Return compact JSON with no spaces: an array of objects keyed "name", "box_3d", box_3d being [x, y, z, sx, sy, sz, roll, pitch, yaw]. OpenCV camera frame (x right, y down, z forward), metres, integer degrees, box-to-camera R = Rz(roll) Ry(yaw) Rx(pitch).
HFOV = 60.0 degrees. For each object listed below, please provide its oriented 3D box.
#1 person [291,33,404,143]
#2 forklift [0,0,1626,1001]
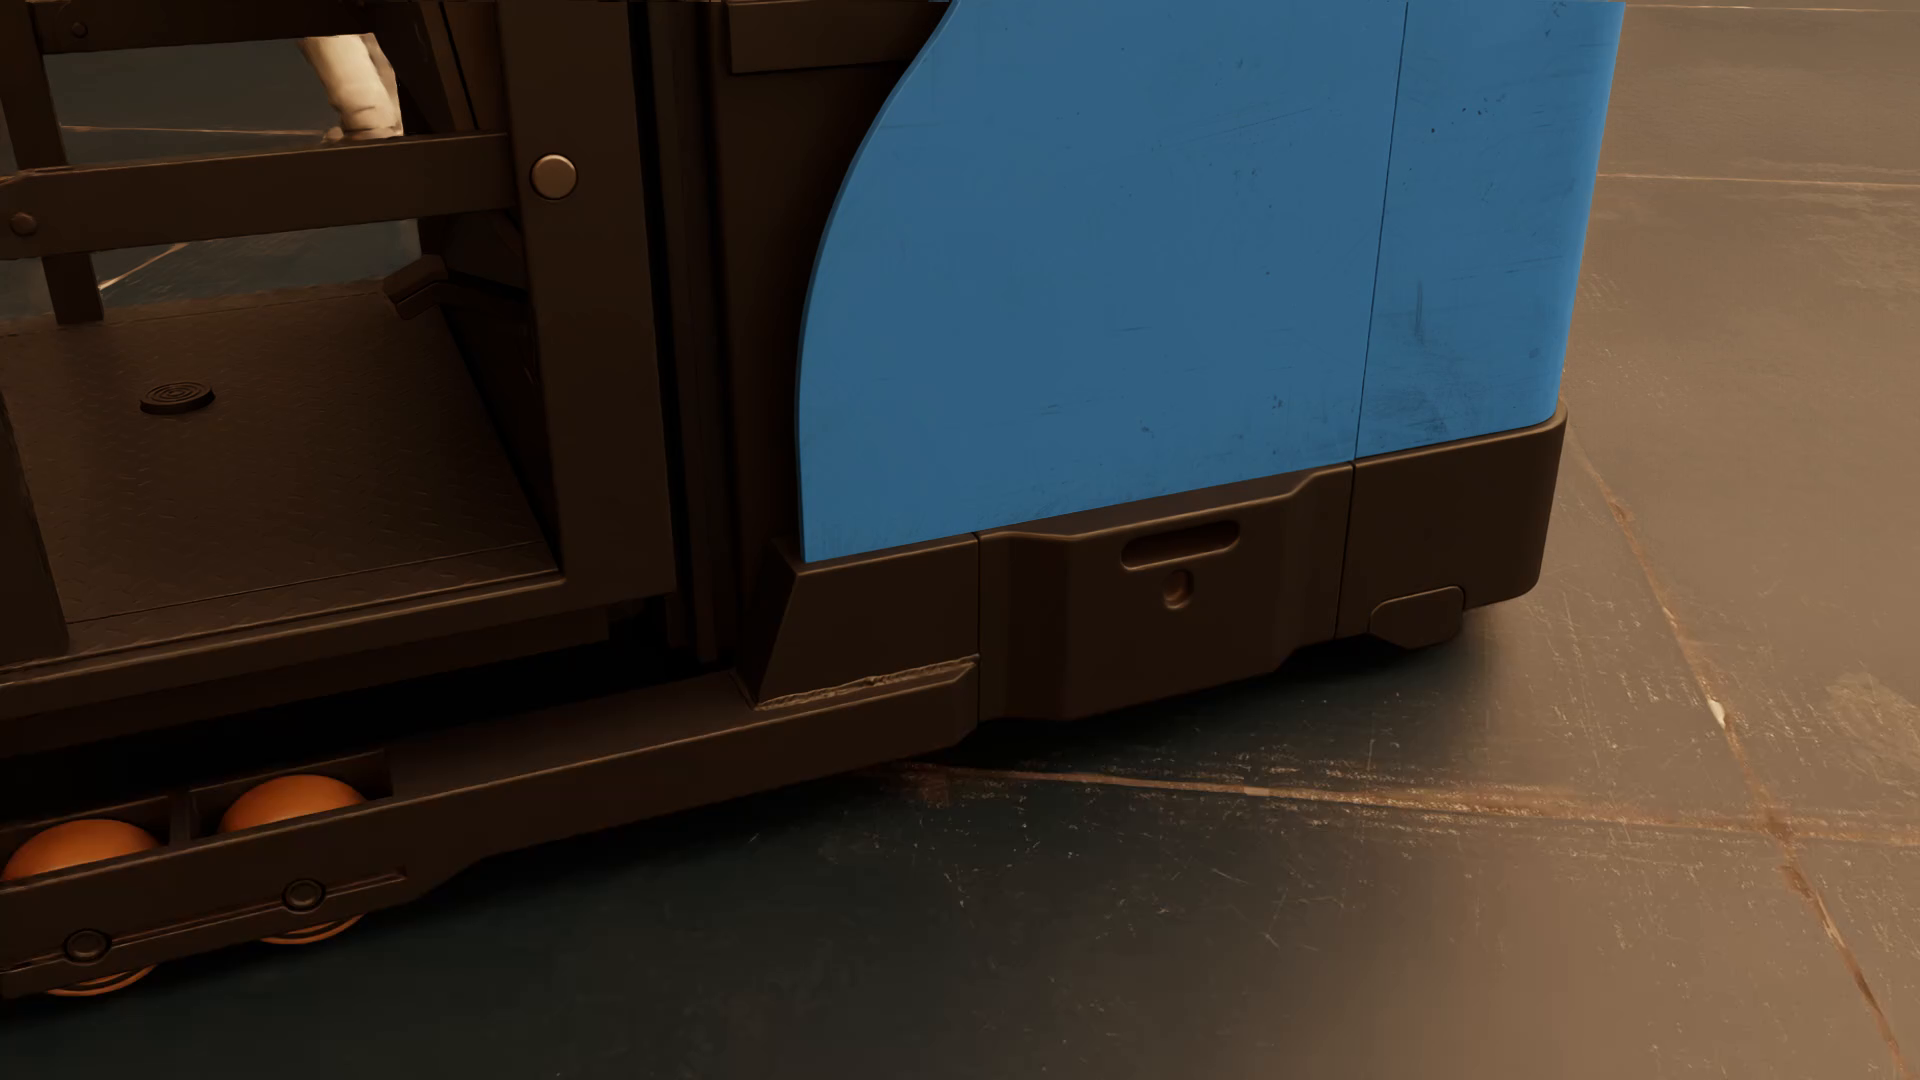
[{"name":"person","box_3d":[-1.639,-1.863,4.323,0.967,1.728,0.758,-20,33,-35]},{"name":"forklift","box_3d":[-0.781,-1.138,1.498,3.031,2.935,1.130,-11,28,-21]}]
